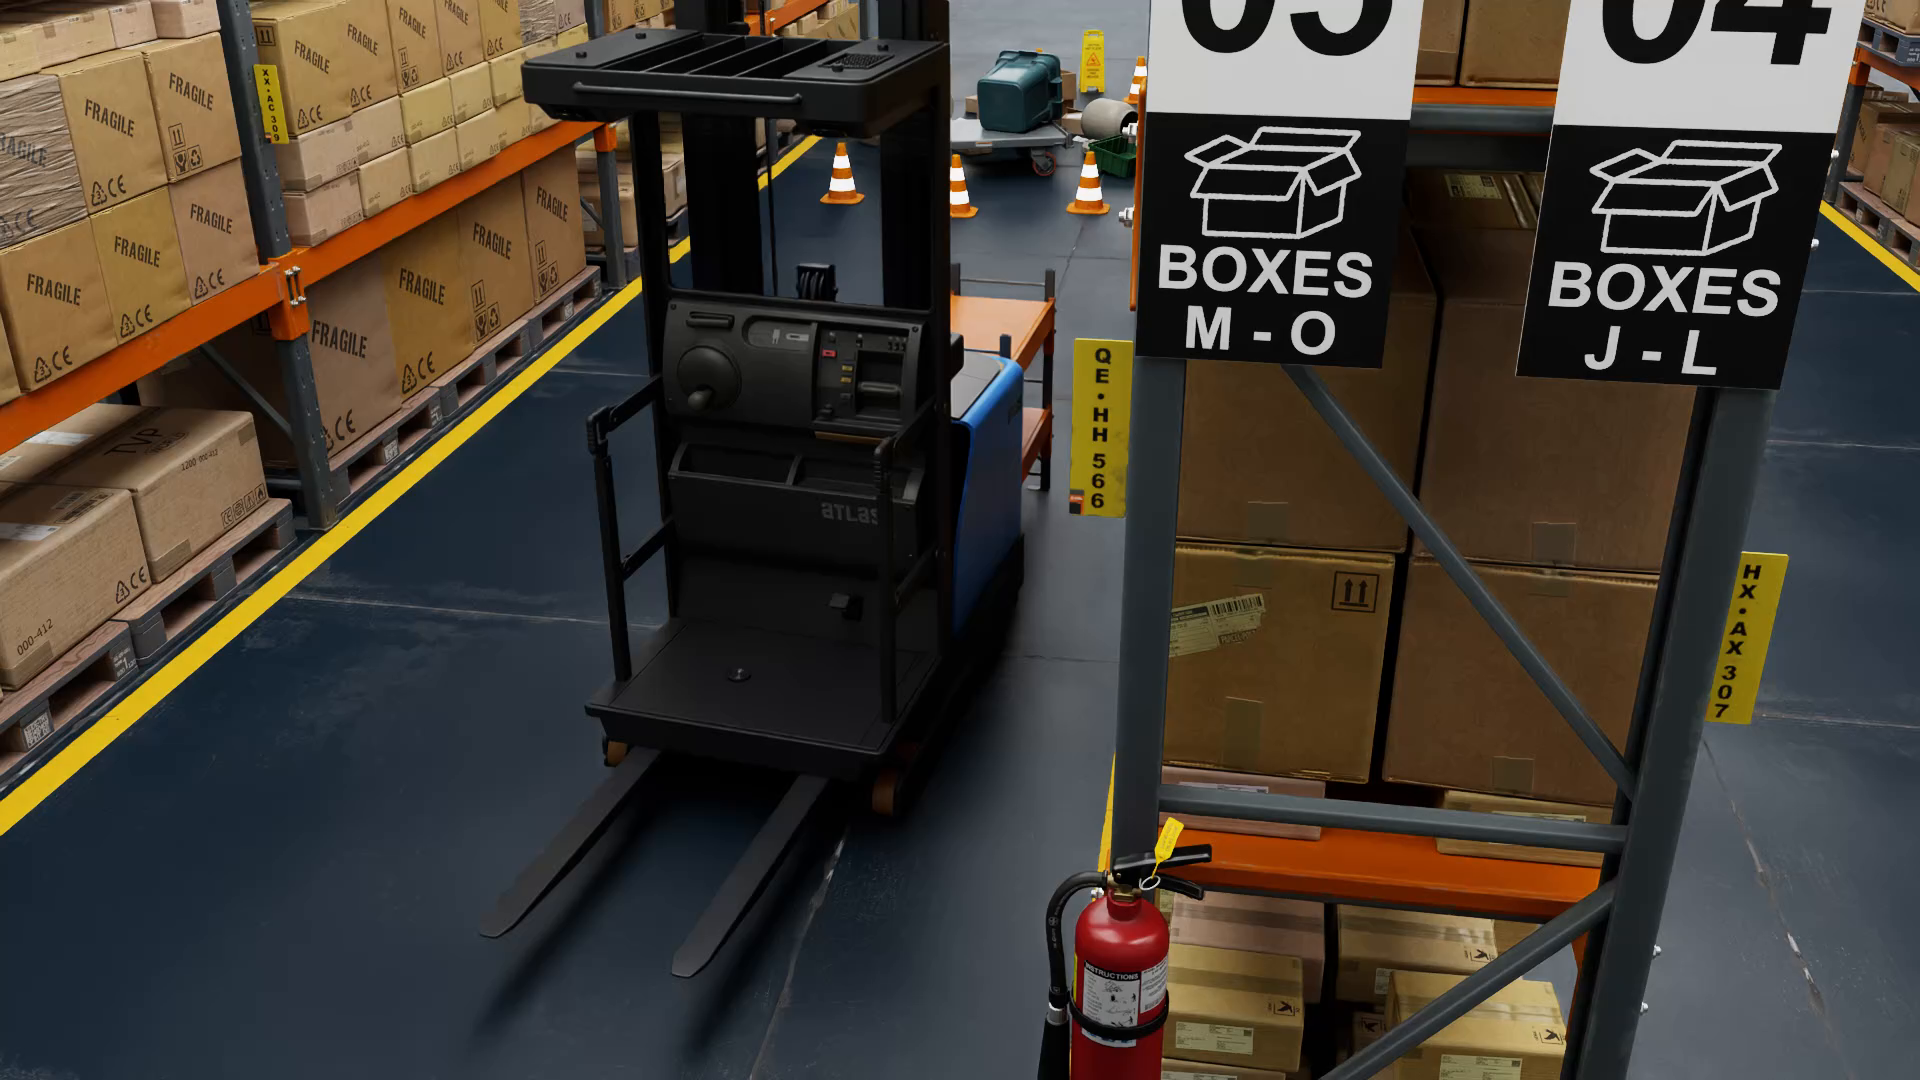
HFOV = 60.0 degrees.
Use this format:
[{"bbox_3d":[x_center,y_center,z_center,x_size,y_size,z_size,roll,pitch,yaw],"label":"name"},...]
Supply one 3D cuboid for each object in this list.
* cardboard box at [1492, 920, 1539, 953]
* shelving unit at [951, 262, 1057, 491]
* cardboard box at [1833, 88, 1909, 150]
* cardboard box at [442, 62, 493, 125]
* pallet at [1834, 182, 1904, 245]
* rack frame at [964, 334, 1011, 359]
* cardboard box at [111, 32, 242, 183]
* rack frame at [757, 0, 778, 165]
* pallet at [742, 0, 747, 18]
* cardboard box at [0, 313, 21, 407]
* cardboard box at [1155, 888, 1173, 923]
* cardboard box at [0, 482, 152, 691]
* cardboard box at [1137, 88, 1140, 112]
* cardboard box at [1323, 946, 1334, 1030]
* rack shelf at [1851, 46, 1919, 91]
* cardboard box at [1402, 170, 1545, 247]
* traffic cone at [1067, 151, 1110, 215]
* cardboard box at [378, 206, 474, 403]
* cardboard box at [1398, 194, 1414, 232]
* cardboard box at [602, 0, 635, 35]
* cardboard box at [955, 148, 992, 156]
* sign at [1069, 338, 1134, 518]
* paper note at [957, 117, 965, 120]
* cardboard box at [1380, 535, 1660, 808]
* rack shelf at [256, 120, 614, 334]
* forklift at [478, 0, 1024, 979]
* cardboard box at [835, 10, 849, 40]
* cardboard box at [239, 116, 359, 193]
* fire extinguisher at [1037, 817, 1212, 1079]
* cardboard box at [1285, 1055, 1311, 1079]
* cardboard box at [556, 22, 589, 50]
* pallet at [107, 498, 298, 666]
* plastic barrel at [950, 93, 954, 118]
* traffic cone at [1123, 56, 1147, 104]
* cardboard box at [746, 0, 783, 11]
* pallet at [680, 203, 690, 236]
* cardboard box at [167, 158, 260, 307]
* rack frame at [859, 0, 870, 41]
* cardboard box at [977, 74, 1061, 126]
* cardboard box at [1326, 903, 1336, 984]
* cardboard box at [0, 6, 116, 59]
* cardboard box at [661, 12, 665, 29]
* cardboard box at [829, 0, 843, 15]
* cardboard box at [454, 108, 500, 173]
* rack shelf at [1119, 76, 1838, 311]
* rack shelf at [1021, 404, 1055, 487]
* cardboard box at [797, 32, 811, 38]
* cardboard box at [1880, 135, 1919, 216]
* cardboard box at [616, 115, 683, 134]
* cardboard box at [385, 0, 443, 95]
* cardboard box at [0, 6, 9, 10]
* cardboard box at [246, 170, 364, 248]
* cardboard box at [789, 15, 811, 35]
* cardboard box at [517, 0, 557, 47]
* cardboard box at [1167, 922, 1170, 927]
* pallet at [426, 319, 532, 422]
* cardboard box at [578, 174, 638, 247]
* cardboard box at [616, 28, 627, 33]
[{"bbox_3d":[1.303,0.940,4.370,0.380,0.149,0.250,4,25,8],"label":"cardboard box"},{"bbox_3d":[0.085,-0.575,7.651,0.538,1.125,1.048,6,26,12],"label":"shelving unit"},{"bbox_3d":[7.817,-3.572,14.296,0.500,0.500,0.500,13,28,25],"label":"cardboard box"},{"bbox_3d":[-2.861,-2.414,8.955,0.500,0.250,0.500,3,25,7],"label":"cardboard box"},{"bbox_3d":[7.500,-2.520,12.886,1.003,0.211,1.213,4,25,9],"label":"pallet"},{"bbox_3d":[-0.032,-0.365,7.203,0.500,1.125,0.032,6,26,12],"label":"rack frame"},{"bbox_3d":[-3.263,-1.731,6.613,0.500,0.500,0.500,4,25,8],"label":"cardboard box"},{"bbox_3d":[-2.151,-4.796,14.457,1.000,3.000,0.127,4,25,9],"label":"rack frame"},{"bbox_3d":[-2.419,-4.399,13.837,1.003,0.211,1.213,4,25,9],"label":"pallet"},{"bbox_3d":[-3.529,-0.639,5.458,0.500,0.500,0.500,5,26,10],"label":"cardboard box"},{"bbox_3d":[0.639,0.898,4.459,0.380,0.149,0.250,3,25,7],"label":"cardboard box"},{"bbox_3d":[-3.813,0.150,6.418,0.875,0.438,0.875,3,25,7],"label":"cardboard box"},{"bbox_3d":[1.990,-4.084,15.883,0.500,0.500,0.500,8,26,18],"label":"cardboard box"},{"bbox_3d":[1.185,1.208,4.498,0.380,0.149,0.250,4,25,9],"label":"cardboard box"},{"bbox_3d":[7.299,-2.947,11.356,1.077,0.370,4.000,4,25,9],"label":"rack shelf"},{"bbox_3d":[1.199,-0.490,3.610,0.500,0.500,0.500,5,26,10],"label":"cardboard box"},{"bbox_3d":[1.040,-2.890,13.378,0.336,0.463,0.334,4,25,9],"label":"traffic cone"},{"bbox_3d":[-3.296,-1.321,9.045,0.875,0.875,0.875,5,26,10],"label":"cardboard box"},{"bbox_3d":[0.700,-0.530,3.695,0.500,0.500,0.500,3,25,7],"label":"cardboard box"},{"bbox_3d":[-2.503,-3.665,11.078,0.500,0.500,0.500,3,25,7],"label":"cardboard box"},{"bbox_3d":[0.100,-3.749,15.447,0.258,0.266,0.396,-14,29,-27],"label":"cardboard box"},{"bbox_3d":[0.244,-0.191,2.880,0.100,0.325,0.005,4,25,9],"label":"sign"},{"bbox_3d":[0.025,-4.241,16.787,0.148,0.019,0.142,13,28,26],"label":"paper note"},{"bbox_3d":[1.134,0.175,3.369,0.500,0.500,0.500,5,26,11],"label":"cardboard box"},{"bbox_3d":[-3.132,-1.960,9.249,1.077,0.370,4.000,4,25,9],"label":"rack shelf"},{"bbox_3d":[-0.637,-0.563,5.496,1.130,2.935,3.031,7,26,15],"label":"forklift"},{"bbox_3d":[-1.453,-5.182,17.145,0.500,0.500,0.500,5,26,10],"label":"cardboard box"},{"bbox_3d":[-3.108,-1.773,7.586,0.500,0.250,0.500,3,25,7],"label":"cardboard box"},{"bbox_3d":[0.291,0.801,3.031,0.296,0.674,0.183,4,25,9],"label":"fire extinguisher"},{"bbox_3d":[0.668,1.390,4.109,0.380,0.149,0.250,4,25,9],"label":"cardboard box"},{"bbox_3d":[-2.633,-3.061,10.339,0.500,0.250,0.500,4,25,8],"label":"cardboard box"},{"bbox_3d":[-3.660,0.126,7.232,1.003,0.211,1.213,4,25,9],"label":"pallet"},{"bbox_3d":[-0.341,-4.333,16.508,0.421,0.421,0.512,-20,32,-36],"label":"plastic barrel"},{"bbox_3d":[1.915,-4.895,17.662,0.336,0.463,0.334,4,25,9],"label":"traffic cone"},{"bbox_3d":[-1.783,-4.791,14.744,0.380,0.149,0.250,4,25,8],"label":"cardboard box"},{"bbox_3d":[-2.474,-2.695,13.259,1.003,0.211,1.213,4,25,9],"label":"pallet"},{"bbox_3d":[-3.282,-1.283,6.836,0.500,0.500,0.500,4,25,9],"label":"cardboard box"},{"bbox_3d":[-1.497,-6.469,18.031,1.000,3.000,0.127,4,25,9],"label":"rack frame"},{"bbox_3d":[0.569,-4.098,15.751,0.797,0.637,0.503,4,25,9],"label":"cardboard box"},{"bbox_3d":[1.180,1.070,4.443,0.380,0.149,0.250,4,25,9],"label":"cardboard box"},{"bbox_3d":[-3.395,-1.885,6.175,0.380,0.149,0.250,4,25,9],"label":"cardboard box"},{"bbox_3d":[-2.371,-3.769,12.065,0.380,0.149,0.250,6,26,12],"label":"cardboard box"},{"bbox_3d":[-1.409,-5.431,16.912,0.380,0.149,0.250,4,25,9],"label":"cardboard box"},{"bbox_3d":[-2.853,-2.186,9.058,0.500,0.250,0.500,4,25,8],"label":"cardboard box"},{"bbox_3d":[1.115,-1.345,4.396,1.077,0.370,4.000,4,25,9],"label":"rack shelf"},{"bbox_3d":[0.085,-0.353,7.755,0.538,0.278,1.000,6,26,12],"label":"rack shelf"},{"bbox_3d":[-1.712,-4.533,15.759,0.500,0.500,0.500,5,26,11],"label":"cardboard box"},{"bbox_3d":[7.408,-2.723,12.458,0.700,0.500,0.500,4,25,8],"label":"cardboard box"},{"bbox_3d":[-2.348,-3.275,13.813,0.950,0.372,0.625,6,26,12],"label":"cardboard box"},{"bbox_3d":[-2.963,-2.536,8.333,0.500,0.500,0.500,3,25,7],"label":"cardboard box"},{"bbox_3d":[-3.792,-1.910,6.229,0.380,0.149,0.250,4,25,8],"label":"cardboard box"},{"bbox_3d":[-3.126,-1.548,7.695,0.500,0.250,0.500,3,25,7],"label":"cardboard box"},{"bbox_3d":[-1.626,-4.865,15.704,0.380,0.149,0.250,5,26,11],"label":"cardboard box"},{"bbox_3d":[-2.707,-3.171,9.690,0.500,0.500,0.500,4,25,9],"label":"cardboard box"},{"bbox_3d":[0.676,1.032,4.523,0.380,0.149,0.250,3,25,6],"label":"cardboard box"},{"bbox_3d":[-3.210,-1.027,9.694,1.003,0.211,1.213,4,25,9],"label":"pallet"},{"bbox_3d":[-2.703,-2.358,11.855,0.950,0.372,0.625,2,25,5],"label":"cardboard box"},{"bbox_3d":[-2.489,-3.438,11.358,0.380,0.149,0.250,2,25,5],"label":"cardboard box"}]
